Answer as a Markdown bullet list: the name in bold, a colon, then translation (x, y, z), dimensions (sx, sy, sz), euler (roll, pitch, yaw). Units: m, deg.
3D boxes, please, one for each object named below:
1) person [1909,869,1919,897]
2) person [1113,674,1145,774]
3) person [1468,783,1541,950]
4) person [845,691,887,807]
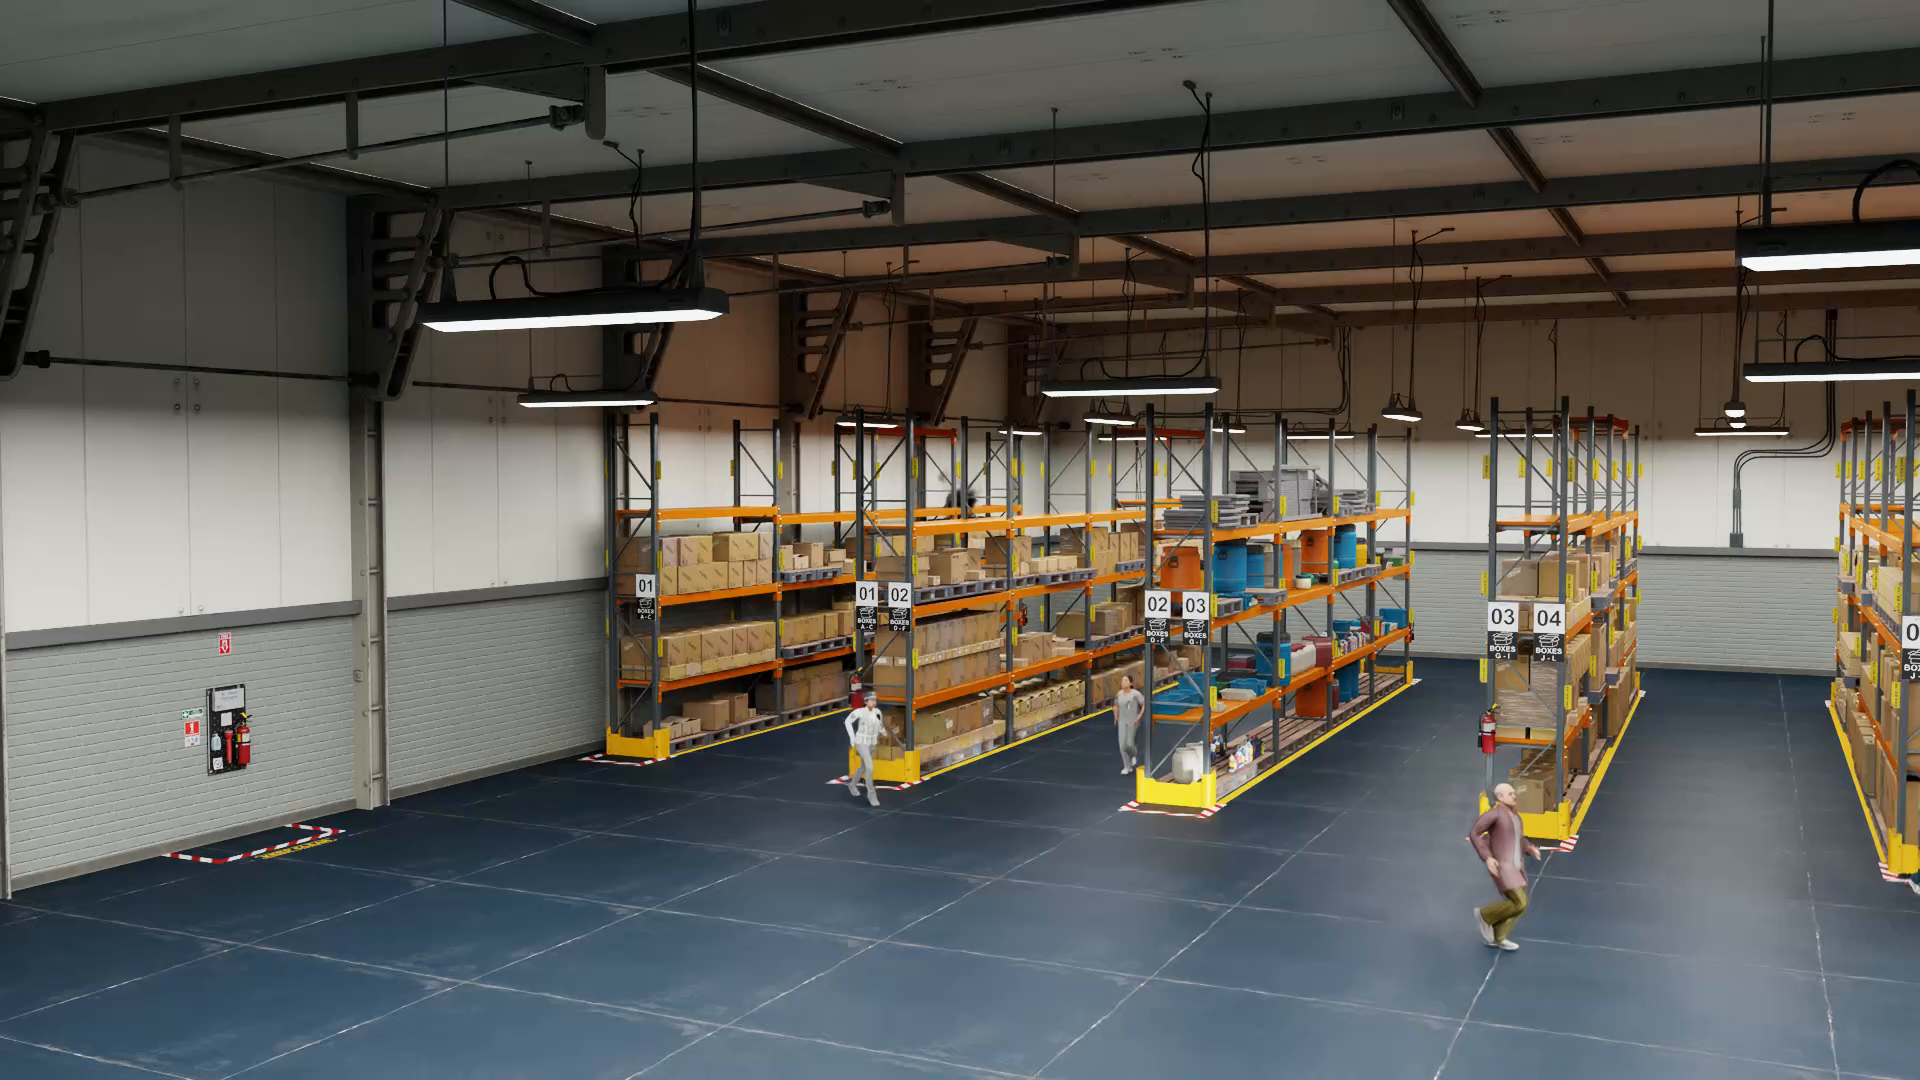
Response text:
- **person**: translation (11.247, 3.389, 19.009), dimensions (0.556, 1.588, 0.792), euler (-1, 3, -17)
- **person**: translation (2.786, 3.036, 27.493), dimensions (0.567, 1.636, 0.547), euler (1, 3, 28)
- **person**: translation (5.707, 3.404, 17.296), dimensions (0.668, 1.732, 0.628), euler (-2, 3, -41)
- **person**: translation (-1.414, 3.117, 25.057), dimensions (0.543, 1.728, 0.847), euler (-2, 3, -45)
